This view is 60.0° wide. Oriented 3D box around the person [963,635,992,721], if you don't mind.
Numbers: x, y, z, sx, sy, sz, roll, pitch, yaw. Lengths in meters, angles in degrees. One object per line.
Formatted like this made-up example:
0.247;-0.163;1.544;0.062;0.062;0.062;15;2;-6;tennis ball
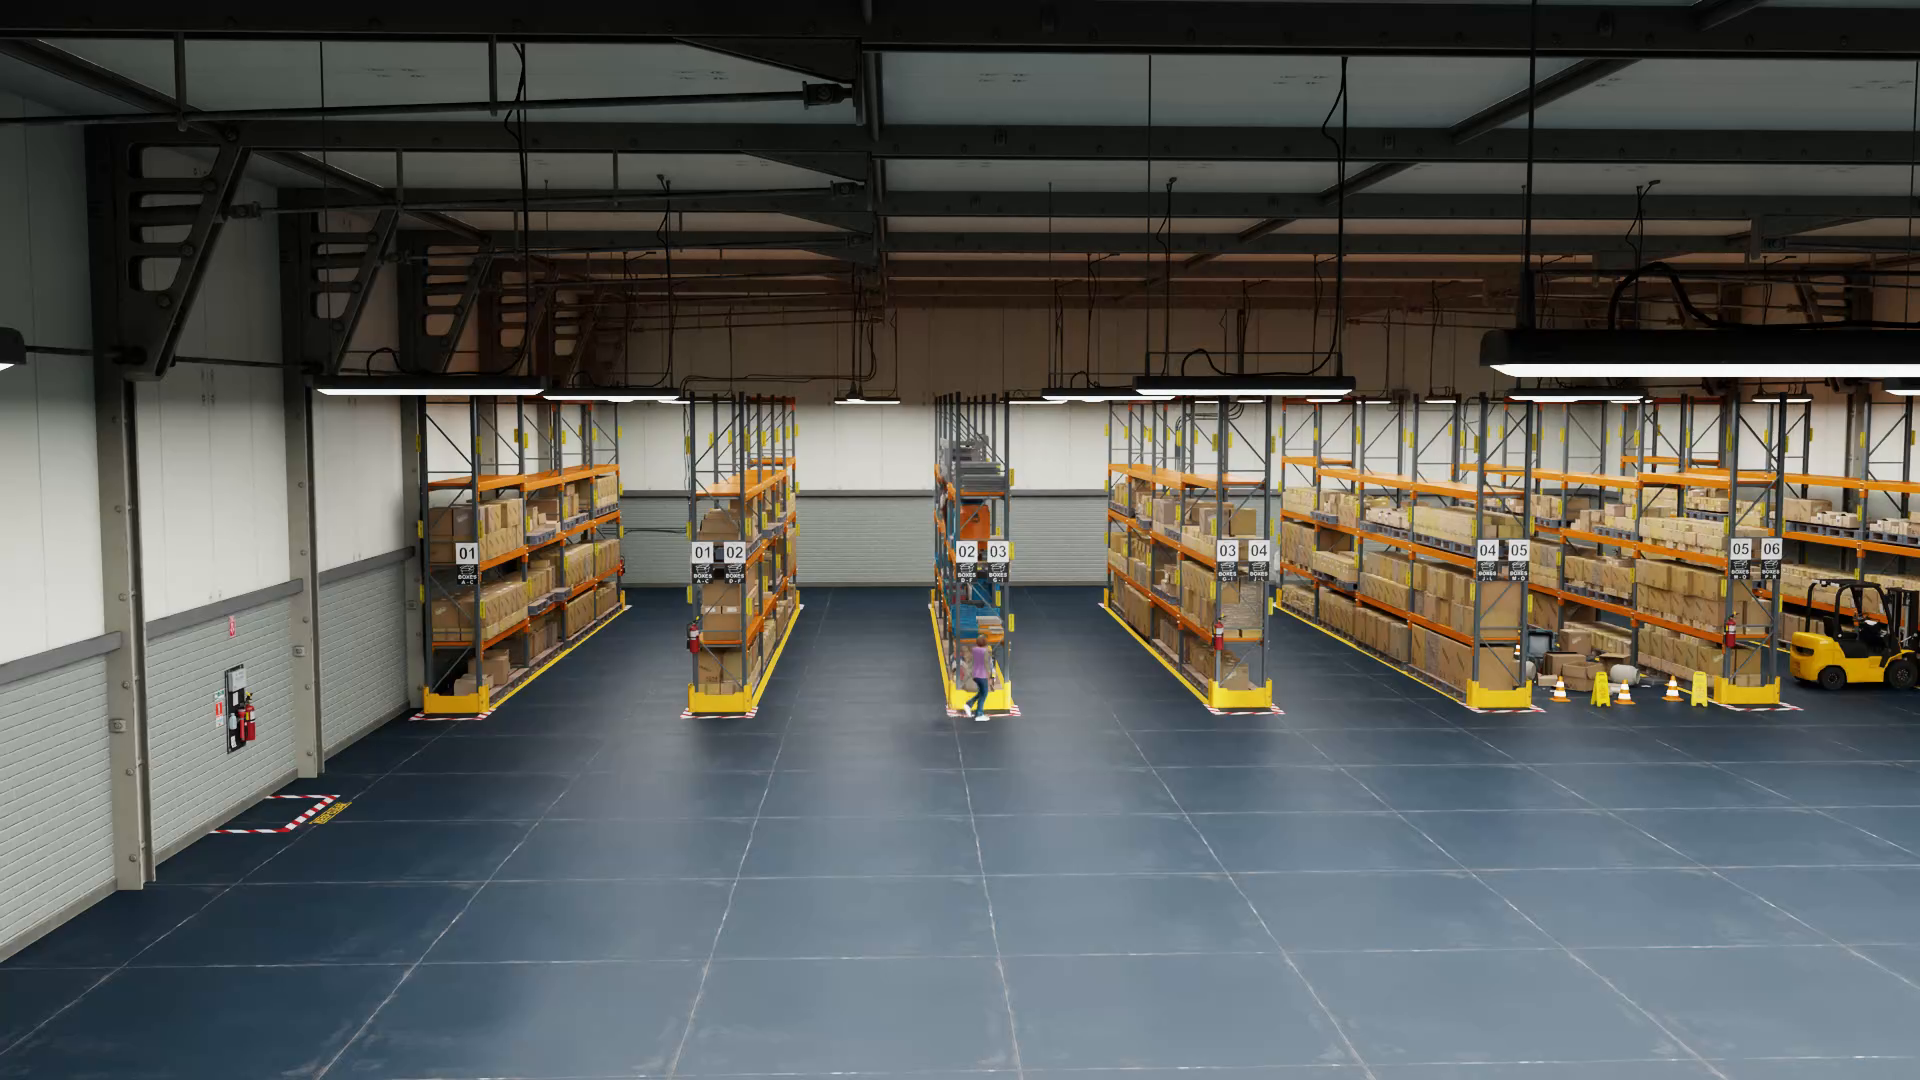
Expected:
0.330;2.512;30.165;0.480;1.554;0.399;-1;5;-14;person

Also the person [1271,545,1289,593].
9.426;0.907;49.052;0.501;1.805;0.538;-2;5;-26;person
